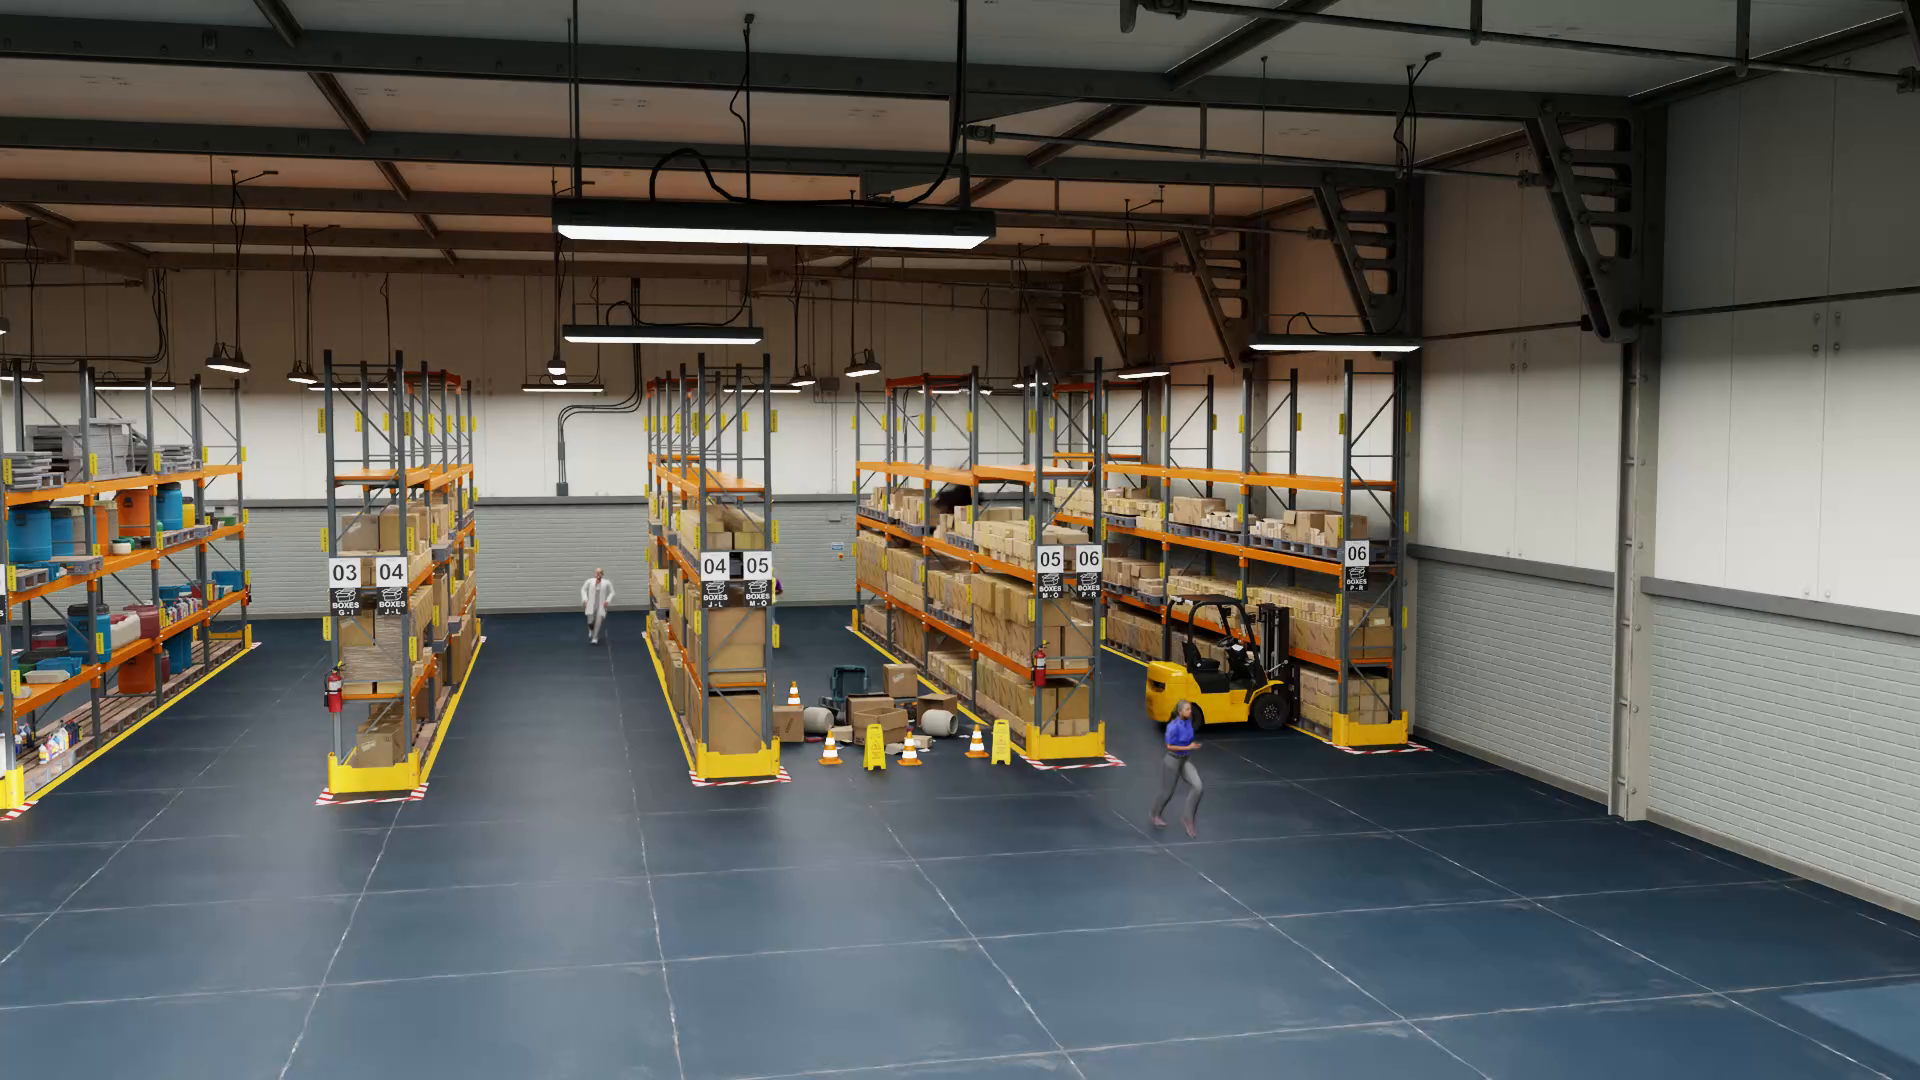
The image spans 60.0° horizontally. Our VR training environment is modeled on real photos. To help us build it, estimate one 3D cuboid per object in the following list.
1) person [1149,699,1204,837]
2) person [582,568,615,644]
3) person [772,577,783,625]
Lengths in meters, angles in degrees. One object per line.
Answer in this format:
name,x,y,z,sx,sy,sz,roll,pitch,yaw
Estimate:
person,2.651,2.772,20.354,0.599,1.683,0.831,-4,5,-43
person,-8.282,1.500,38.086,0.748,1.721,0.638,-1,4,-7
person,-4.403,1.477,38.115,0.725,1.752,1.008,-2,4,-23
